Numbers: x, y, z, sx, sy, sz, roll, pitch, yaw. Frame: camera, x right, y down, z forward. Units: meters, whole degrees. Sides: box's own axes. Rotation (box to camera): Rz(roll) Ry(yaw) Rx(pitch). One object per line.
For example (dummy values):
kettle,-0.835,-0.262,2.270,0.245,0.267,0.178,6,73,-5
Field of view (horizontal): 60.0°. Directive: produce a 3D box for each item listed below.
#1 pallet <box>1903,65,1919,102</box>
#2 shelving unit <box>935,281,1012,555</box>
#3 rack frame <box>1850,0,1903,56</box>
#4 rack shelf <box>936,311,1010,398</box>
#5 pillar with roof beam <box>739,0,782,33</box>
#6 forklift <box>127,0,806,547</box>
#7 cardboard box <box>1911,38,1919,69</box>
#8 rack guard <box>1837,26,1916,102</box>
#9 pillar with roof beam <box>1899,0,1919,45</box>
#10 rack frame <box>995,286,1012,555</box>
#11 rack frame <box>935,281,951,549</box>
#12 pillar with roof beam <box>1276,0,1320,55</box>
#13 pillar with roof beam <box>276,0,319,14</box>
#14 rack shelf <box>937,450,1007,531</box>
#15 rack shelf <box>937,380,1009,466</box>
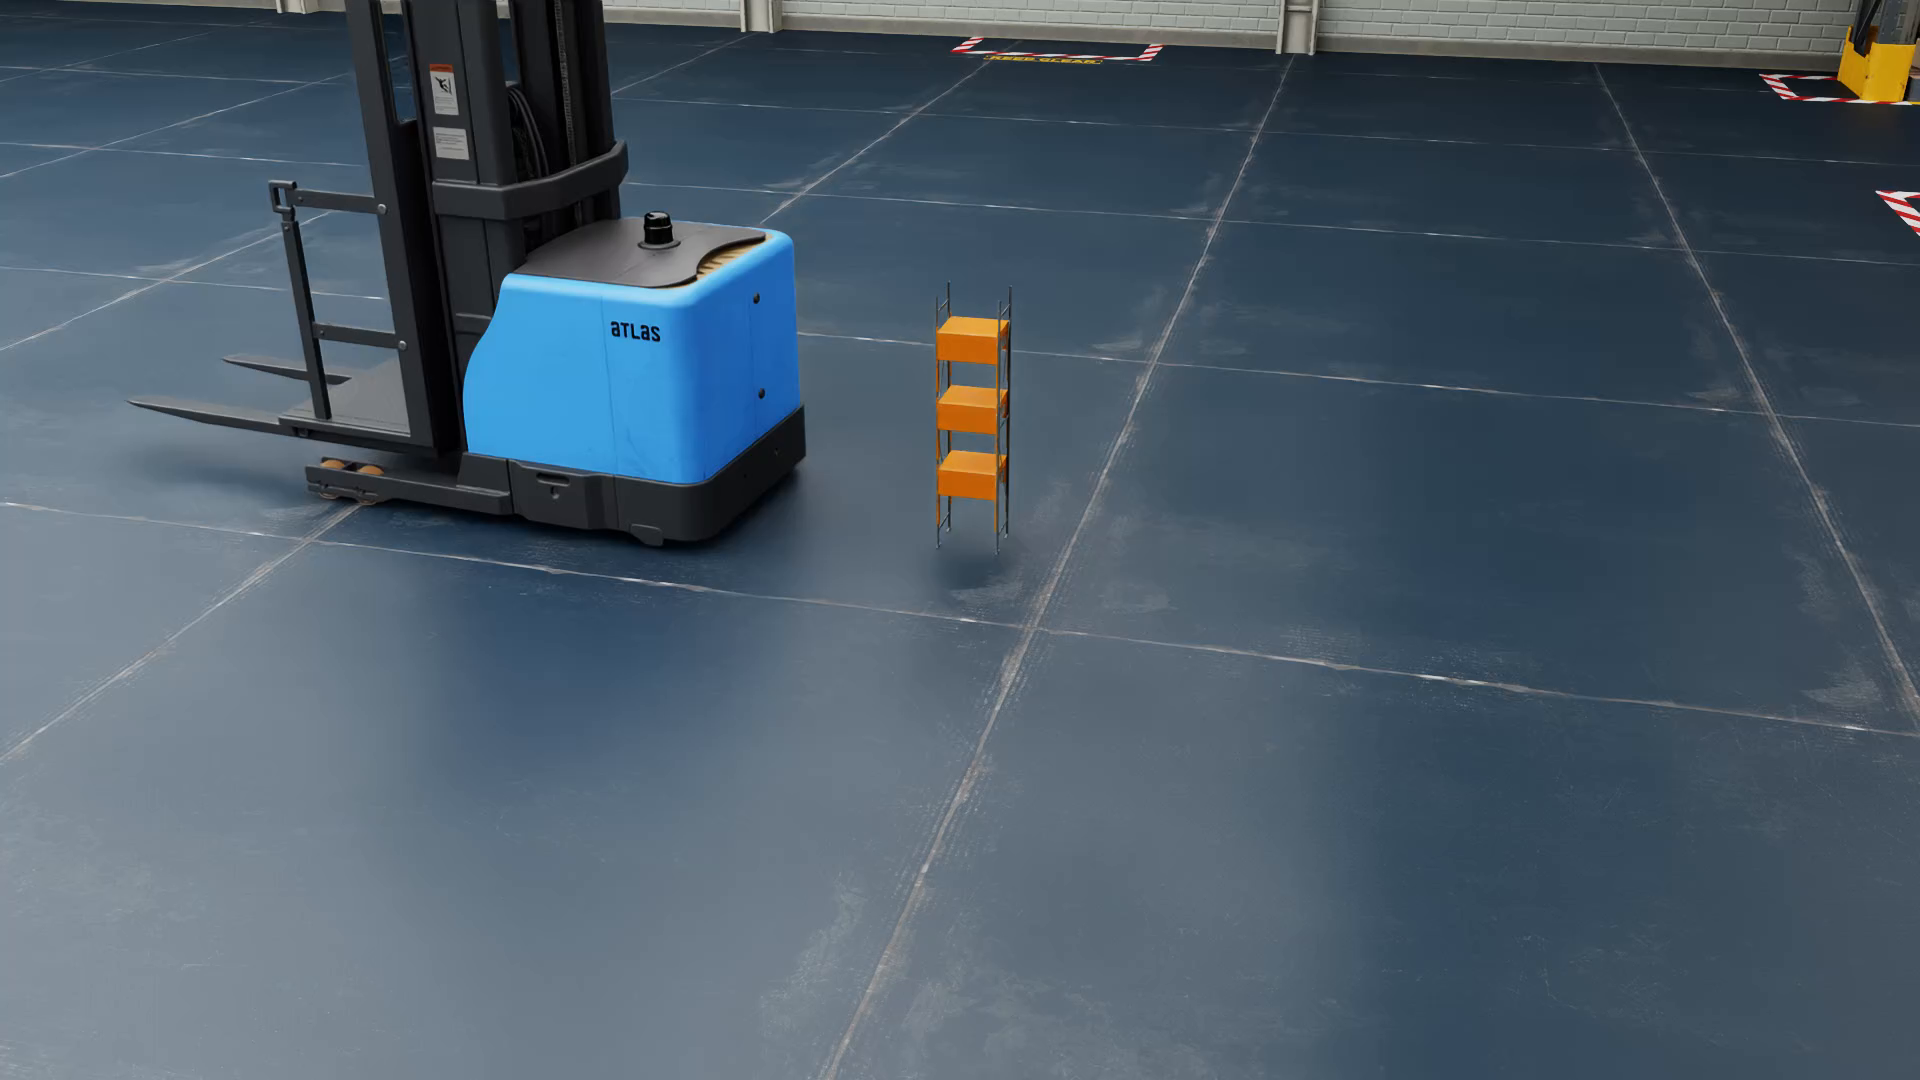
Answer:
pallet,9.323,-4.225,15.378,1.213,0.211,1.003,6,26,13
shelving unit,0.052,-0.468,6.512,0.252,1.050,0.215,6,26,13
rack frame,8.471,-5.593,15.009,0.127,3.000,1.000,6,26,13
rack shelf,0.052,-0.715,6.395,0.240,0.259,0.215,6,26,13
pillar with roof beam,-3.329,-8.080,13.253,0.400,9.000,9.100,6,26,13
forklift,-2.256,-1.671,6.851,3.031,2.935,1.130,9,27,18
cardboard box,9.119,-4.467,15.258,0.500,0.311,0.500,3,26,7
rack guard,8.545,-4.457,15.529,0.348,0.500,1.175,6,26,13
pillar with roof beam,8.293,-6.795,10.554,0.400,9.000,9.100,6,26,13
rack frame,0.170,-0.455,6.485,0.008,1.050,0.200,6,26,13
rack frame,-0.066,-0.481,6.540,0.008,1.050,0.200,6,26,13
pillar with roof beam,2.482,-7.437,11.903,0.400,9.000,9.100,6,26,13
pillar with roof beam,-9.140,-8.722,14.602,0.400,9.000,9.100,6,26,13
rack shelf,0.052,-0.208,6.636,0.240,0.259,0.215,6,26,13
rack shelf,0.052,-0.459,6.517,0.240,0.259,0.215,6,26,13
